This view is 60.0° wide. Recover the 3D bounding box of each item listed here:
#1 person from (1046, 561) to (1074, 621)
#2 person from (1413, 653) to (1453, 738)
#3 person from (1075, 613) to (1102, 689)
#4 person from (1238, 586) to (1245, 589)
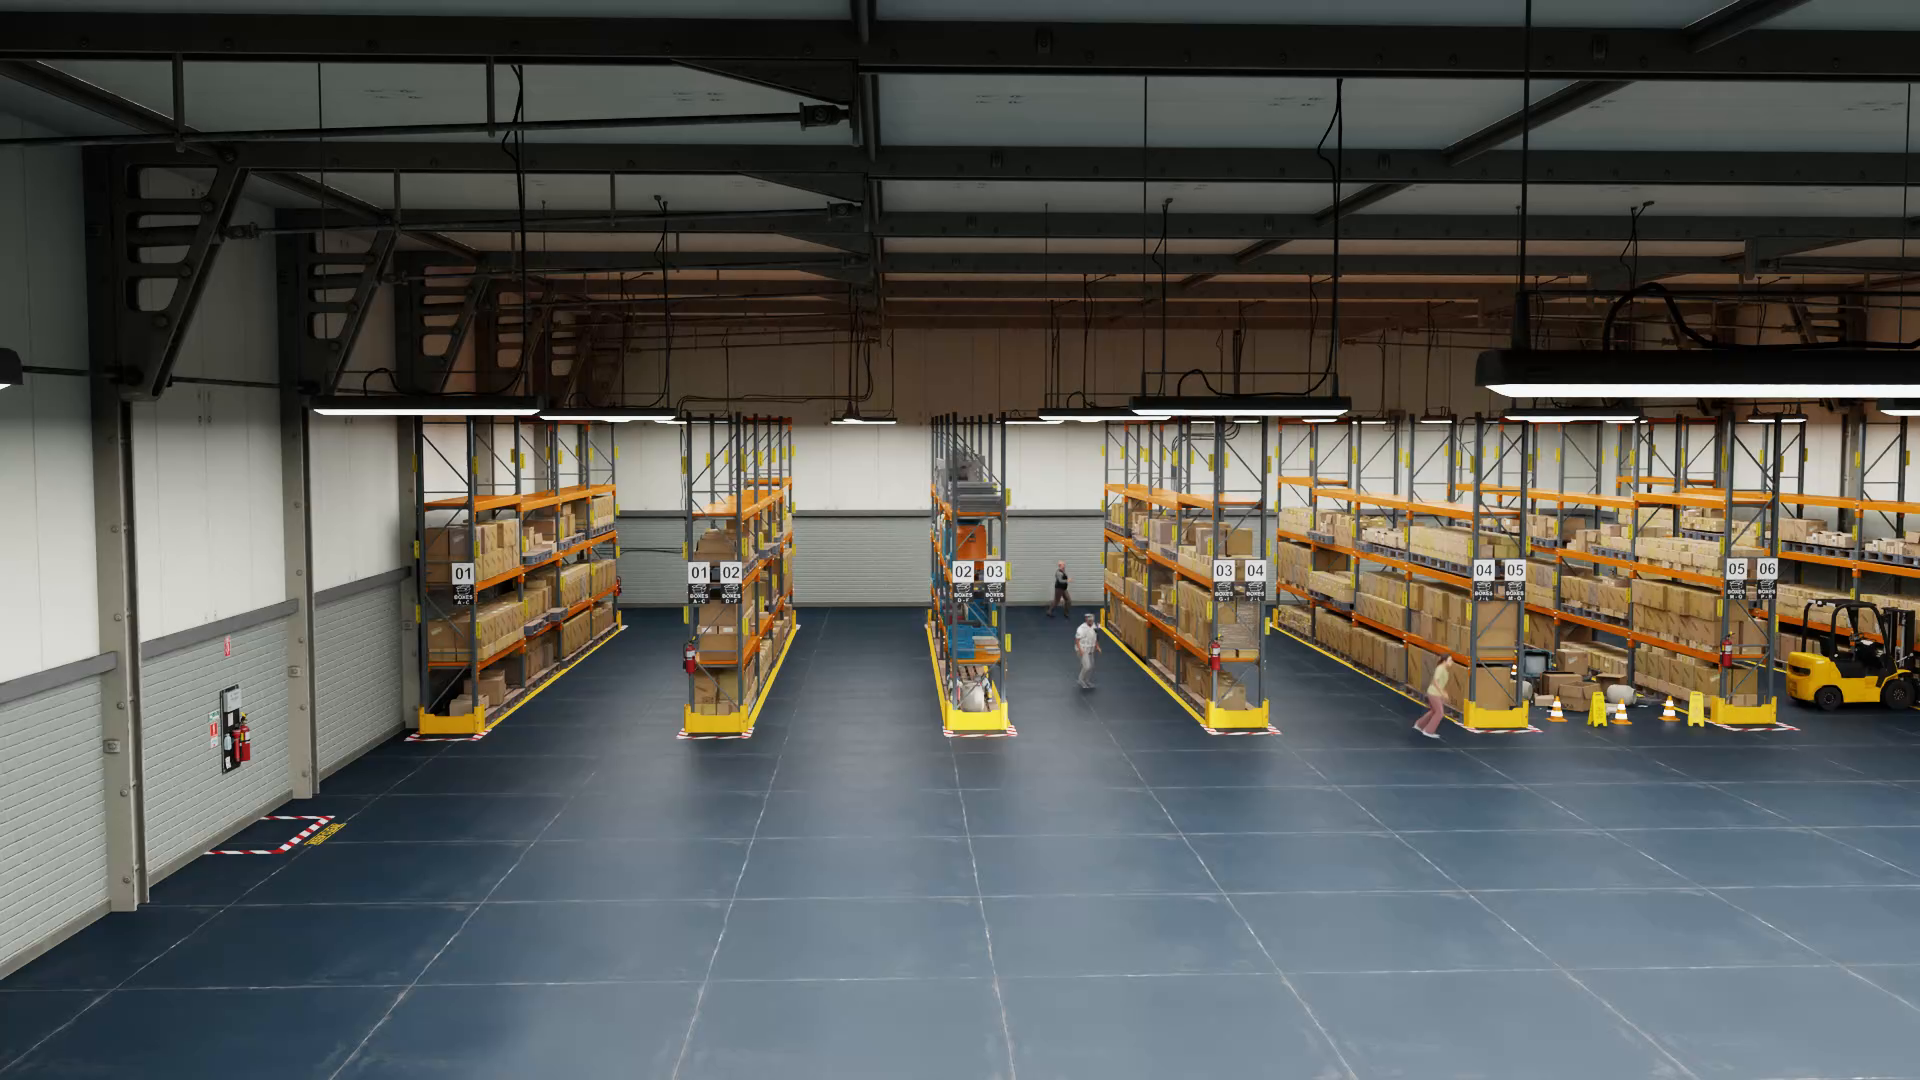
[{"bbox_3d":[2.978,1.515,49.228,0.848,1.782,0.646,1,4,20],"label":"person"},{"bbox_3d":[8.695,2.850,30.596,0.724,1.599,0.572,2,4,26],"label":"person"},{"bbox_3d":[2.774,2.417,36.388,0.601,1.685,0.679,4,5,45],"label":"person"},{"bbox_3d":[7.864,1.611,47.524,0.630,1.805,0.812,1,4,10],"label":"person"}]
